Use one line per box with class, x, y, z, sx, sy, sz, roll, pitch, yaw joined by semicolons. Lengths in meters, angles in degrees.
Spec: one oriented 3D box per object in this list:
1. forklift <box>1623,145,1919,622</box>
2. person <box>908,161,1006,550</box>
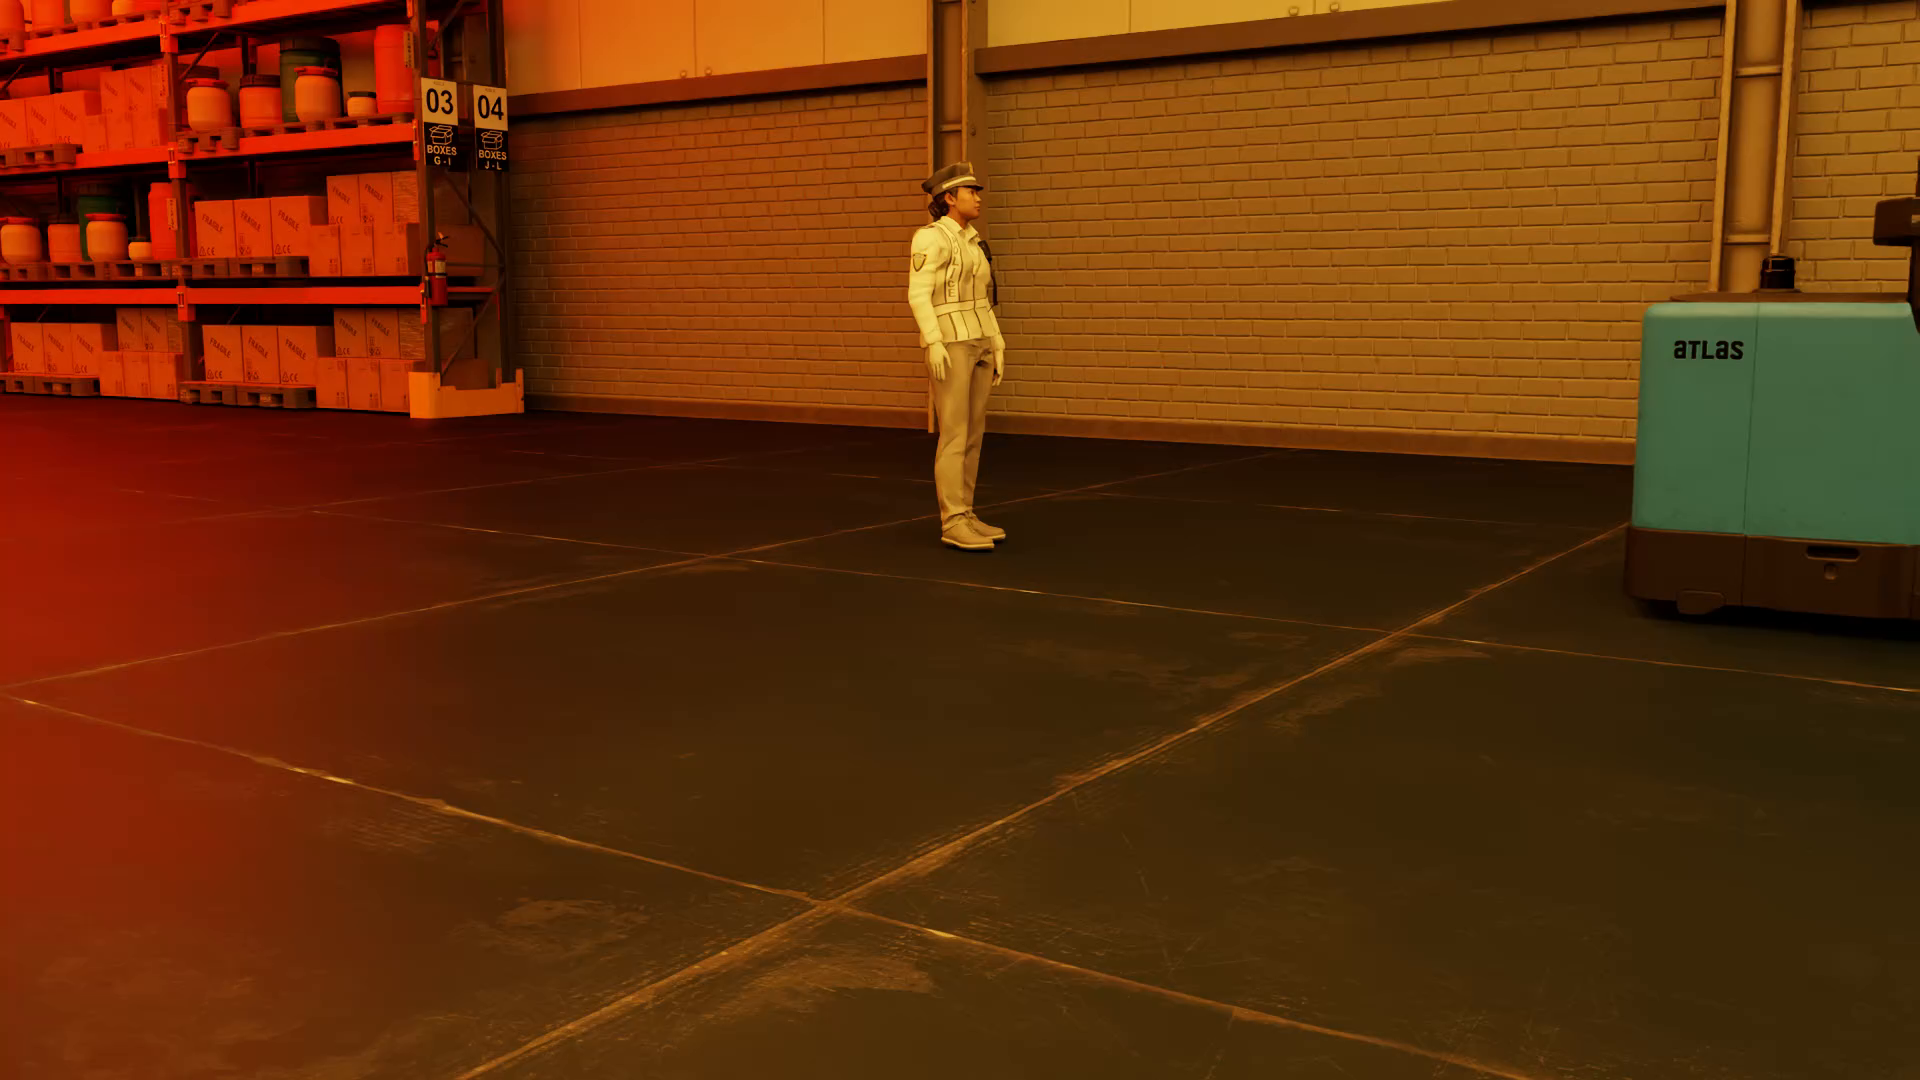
forklift;3.846;-1.147;5.256;3.031;2.935;1.130;4;9;28
person;0.053;-0.840;7.439;0.530;1.694;0.586;5;10;34
